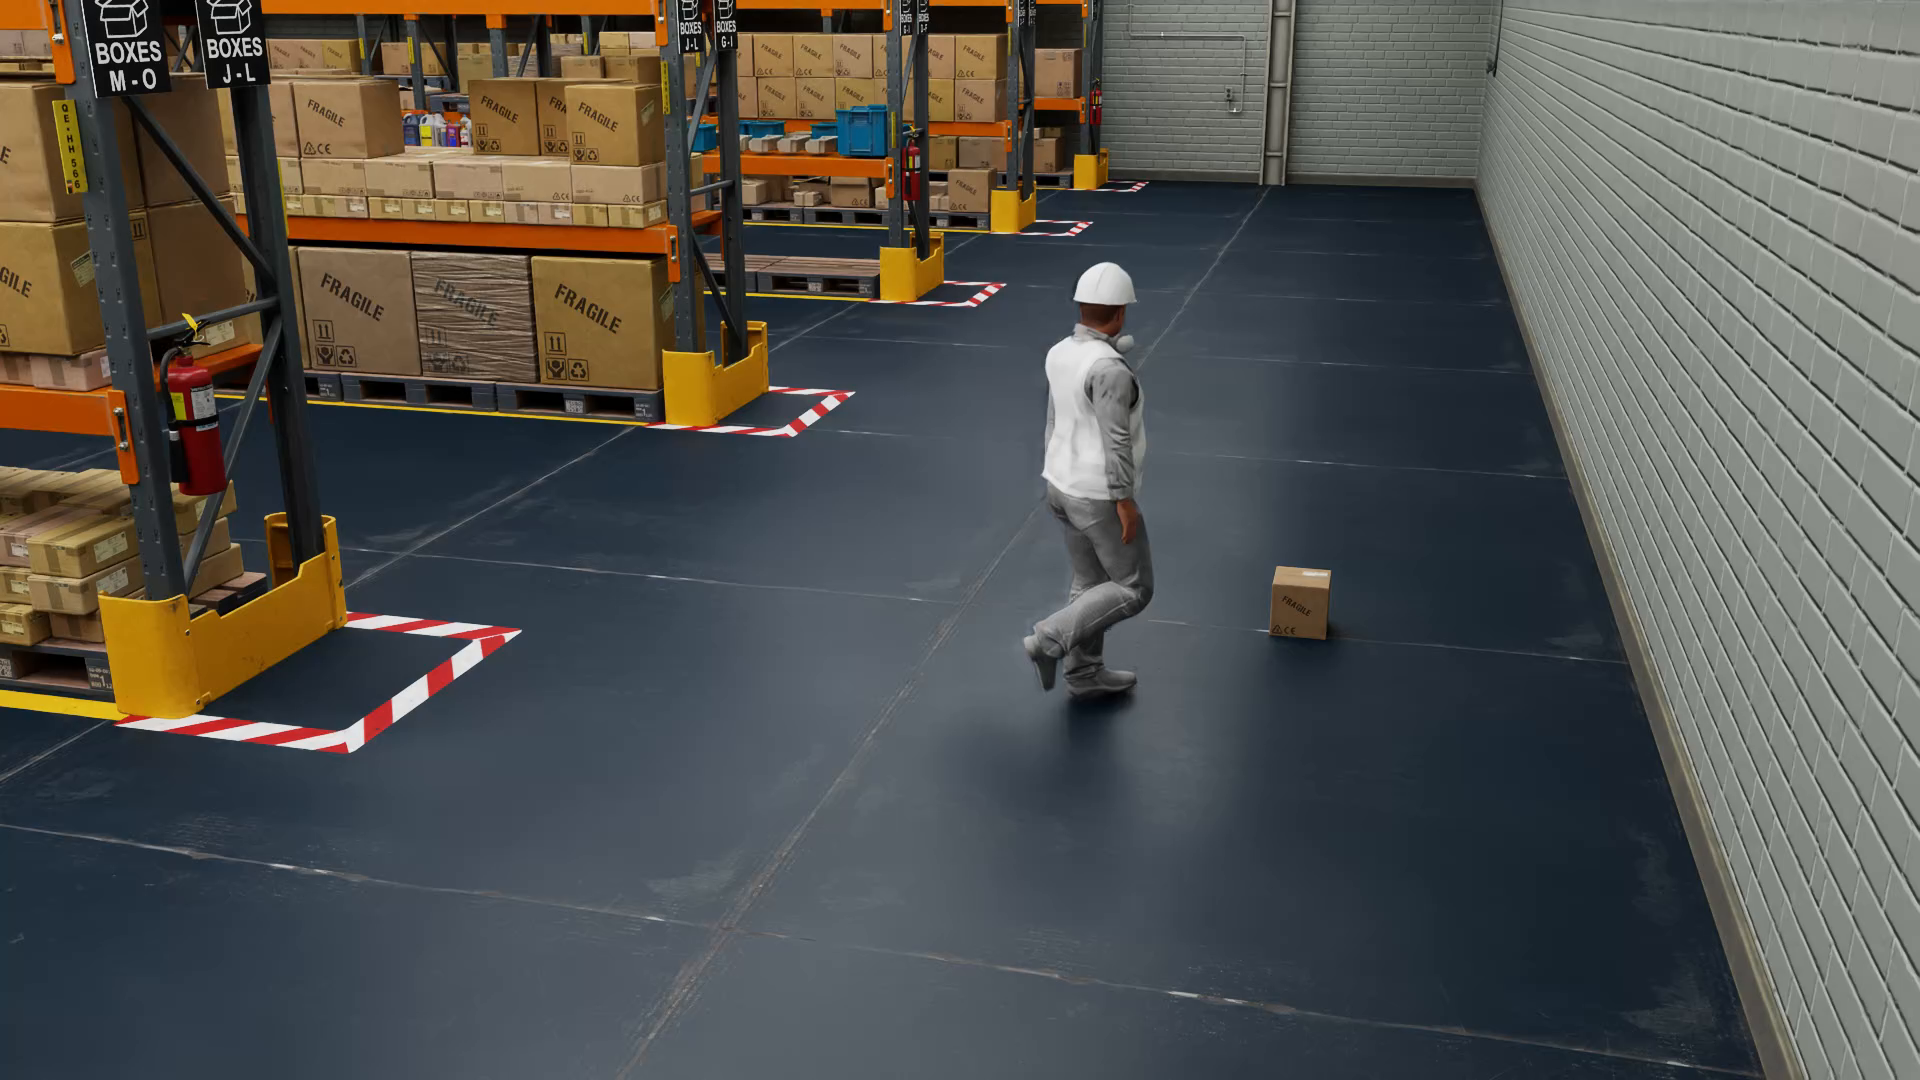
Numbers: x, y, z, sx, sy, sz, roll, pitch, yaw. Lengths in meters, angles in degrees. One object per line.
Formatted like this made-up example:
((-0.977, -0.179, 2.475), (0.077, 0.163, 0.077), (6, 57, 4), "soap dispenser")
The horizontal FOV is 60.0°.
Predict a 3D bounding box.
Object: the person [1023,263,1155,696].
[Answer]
((0.479, -0.201, 6.560), (0.551, 1.765, 0.554), (-6, 19, -18), "person")
